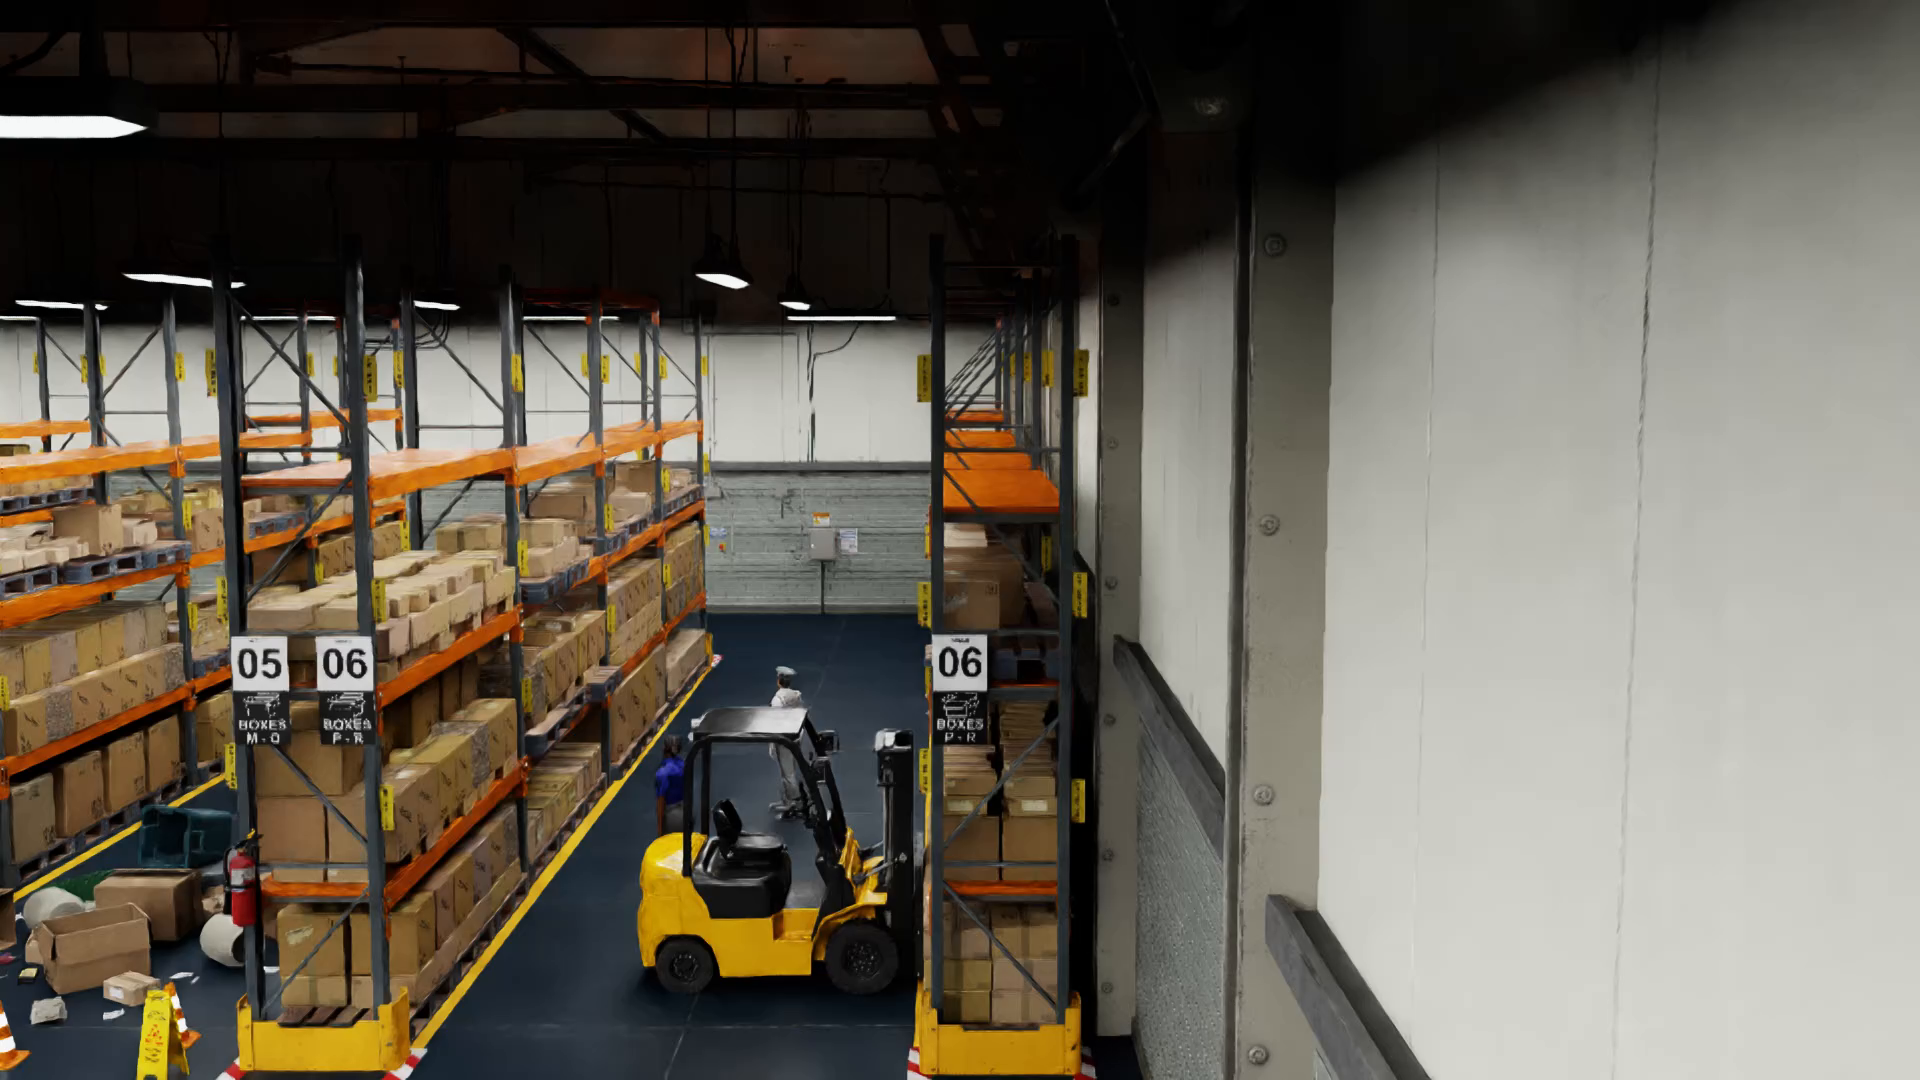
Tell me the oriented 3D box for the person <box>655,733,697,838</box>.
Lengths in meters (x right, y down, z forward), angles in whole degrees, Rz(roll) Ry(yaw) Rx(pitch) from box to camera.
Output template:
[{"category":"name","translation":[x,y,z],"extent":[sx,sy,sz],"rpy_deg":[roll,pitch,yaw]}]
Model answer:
[{"category":"person","translation":[-2.707,2.622,15.541],"extent":[0.458,1.662,0.498],"rpy_deg":[3,7,29]}]

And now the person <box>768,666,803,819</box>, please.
[{"category":"person","translation":[-1.977,2.258,18.742],"extent":[0.537,1.665,0.572],"rpy_deg":[3,7,27]}]
